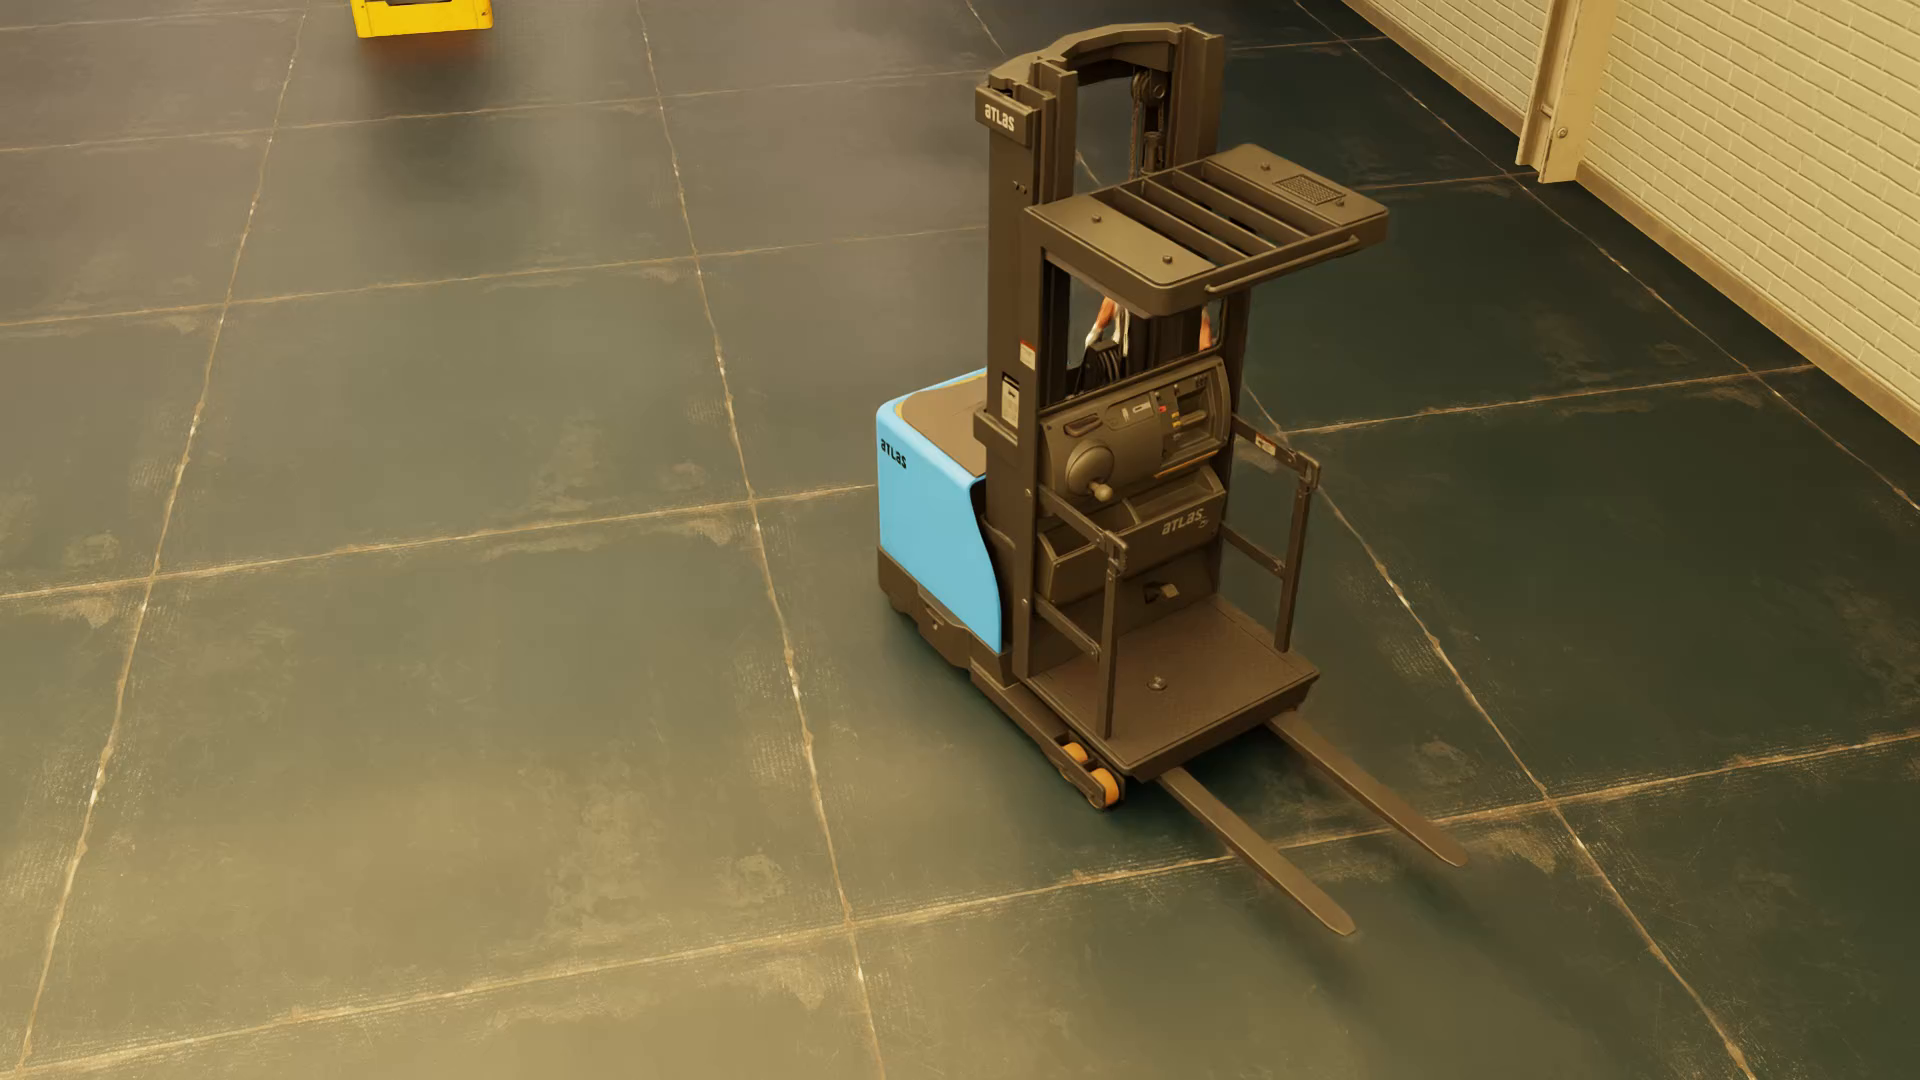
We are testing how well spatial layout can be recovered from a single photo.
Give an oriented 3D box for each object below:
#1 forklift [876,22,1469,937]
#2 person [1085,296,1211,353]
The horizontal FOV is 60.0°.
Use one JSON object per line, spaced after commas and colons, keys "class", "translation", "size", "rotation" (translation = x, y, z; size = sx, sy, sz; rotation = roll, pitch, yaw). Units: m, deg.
{"class": "forklift", "translation": [0.846, -0.384, 6.584], "size": [1.130, 2.935, 3.031], "rotation": [-22, 41, -27]}
{"class": "person", "translation": [0.911, -0.880, 8.288], "size": [0.398, 1.754, 0.815], "rotation": [-25, 43, -30]}
